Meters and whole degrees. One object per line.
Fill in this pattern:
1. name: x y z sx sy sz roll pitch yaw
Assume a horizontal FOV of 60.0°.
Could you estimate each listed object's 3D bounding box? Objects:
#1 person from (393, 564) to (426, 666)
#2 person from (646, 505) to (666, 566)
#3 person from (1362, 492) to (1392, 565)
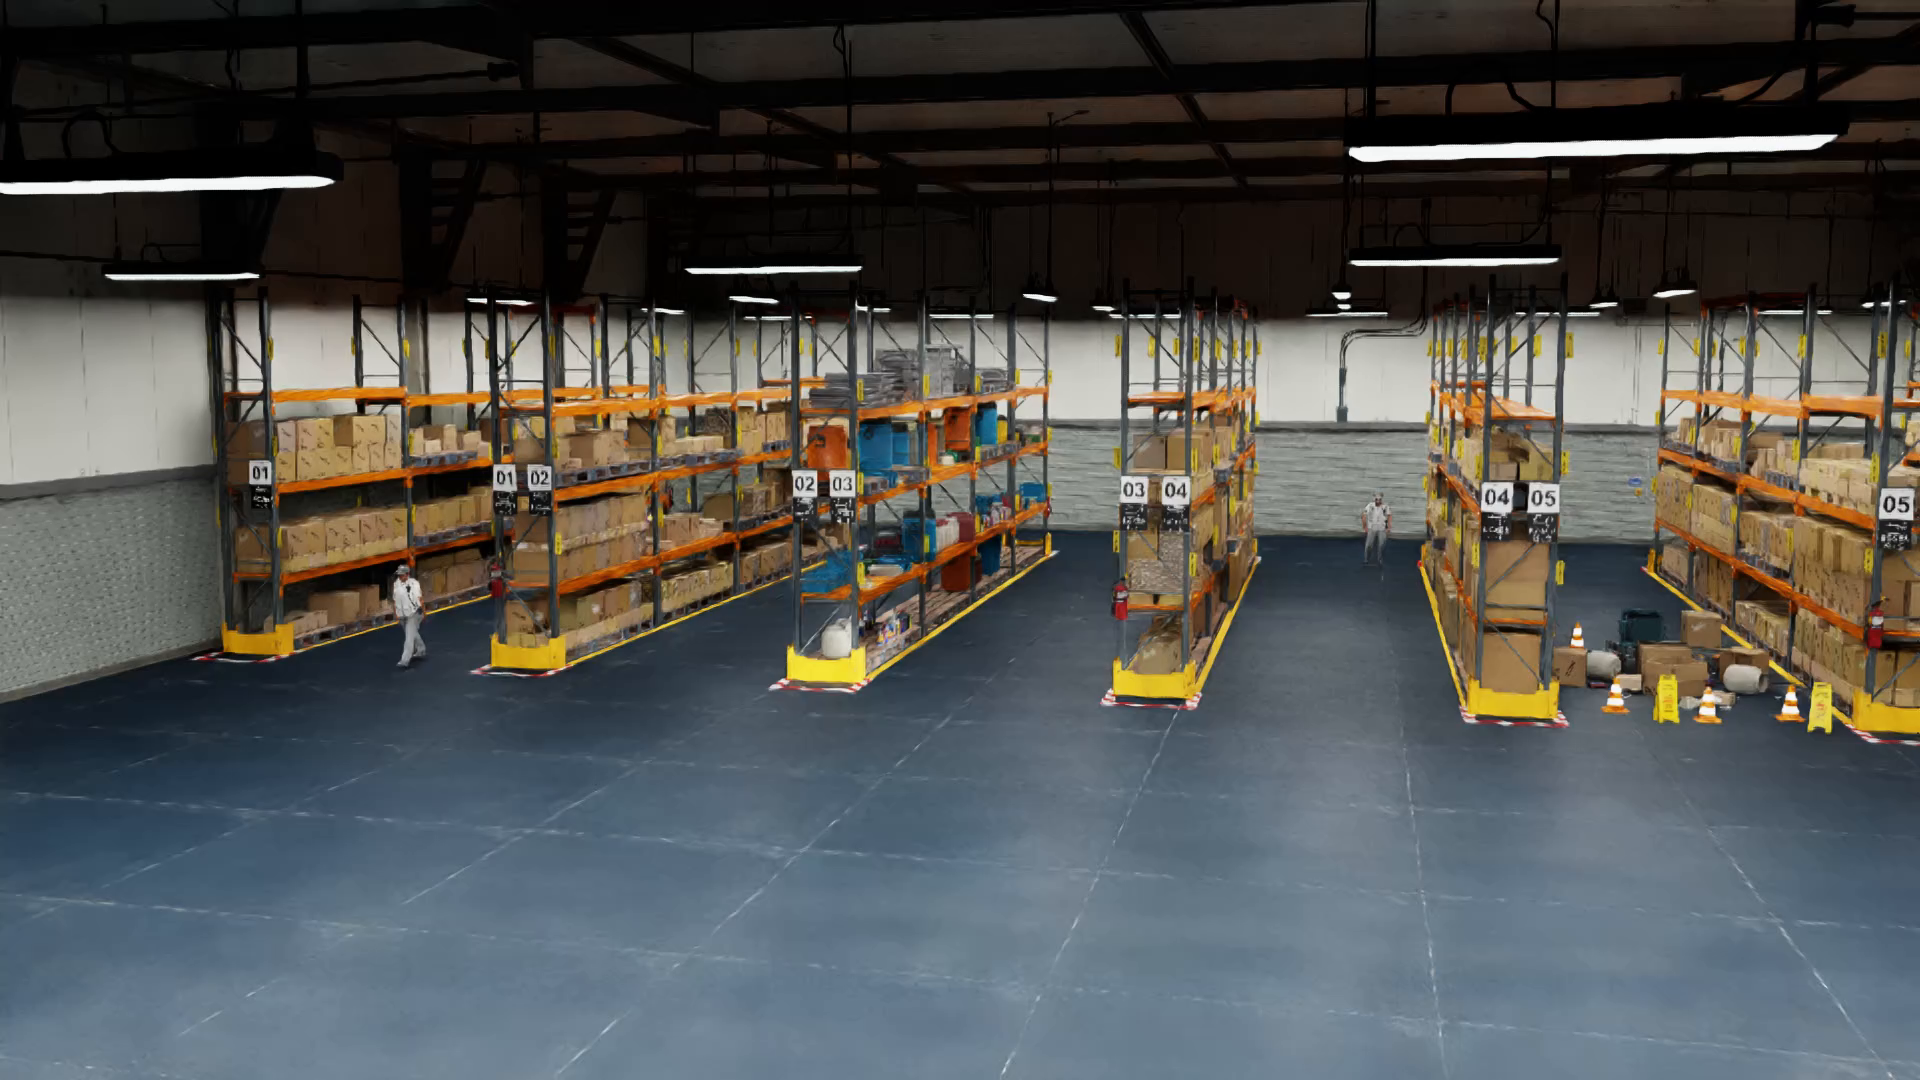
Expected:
1. person: -8.803 1.164 26.503 0.497 1.583 1.090 2 7 16
2. person: -6.503 0.040 35.854 0.734 1.697 0.856 2 7 18
3. person: 9.672 -0.273 38.595 0.682 1.711 0.528 1 7 11
